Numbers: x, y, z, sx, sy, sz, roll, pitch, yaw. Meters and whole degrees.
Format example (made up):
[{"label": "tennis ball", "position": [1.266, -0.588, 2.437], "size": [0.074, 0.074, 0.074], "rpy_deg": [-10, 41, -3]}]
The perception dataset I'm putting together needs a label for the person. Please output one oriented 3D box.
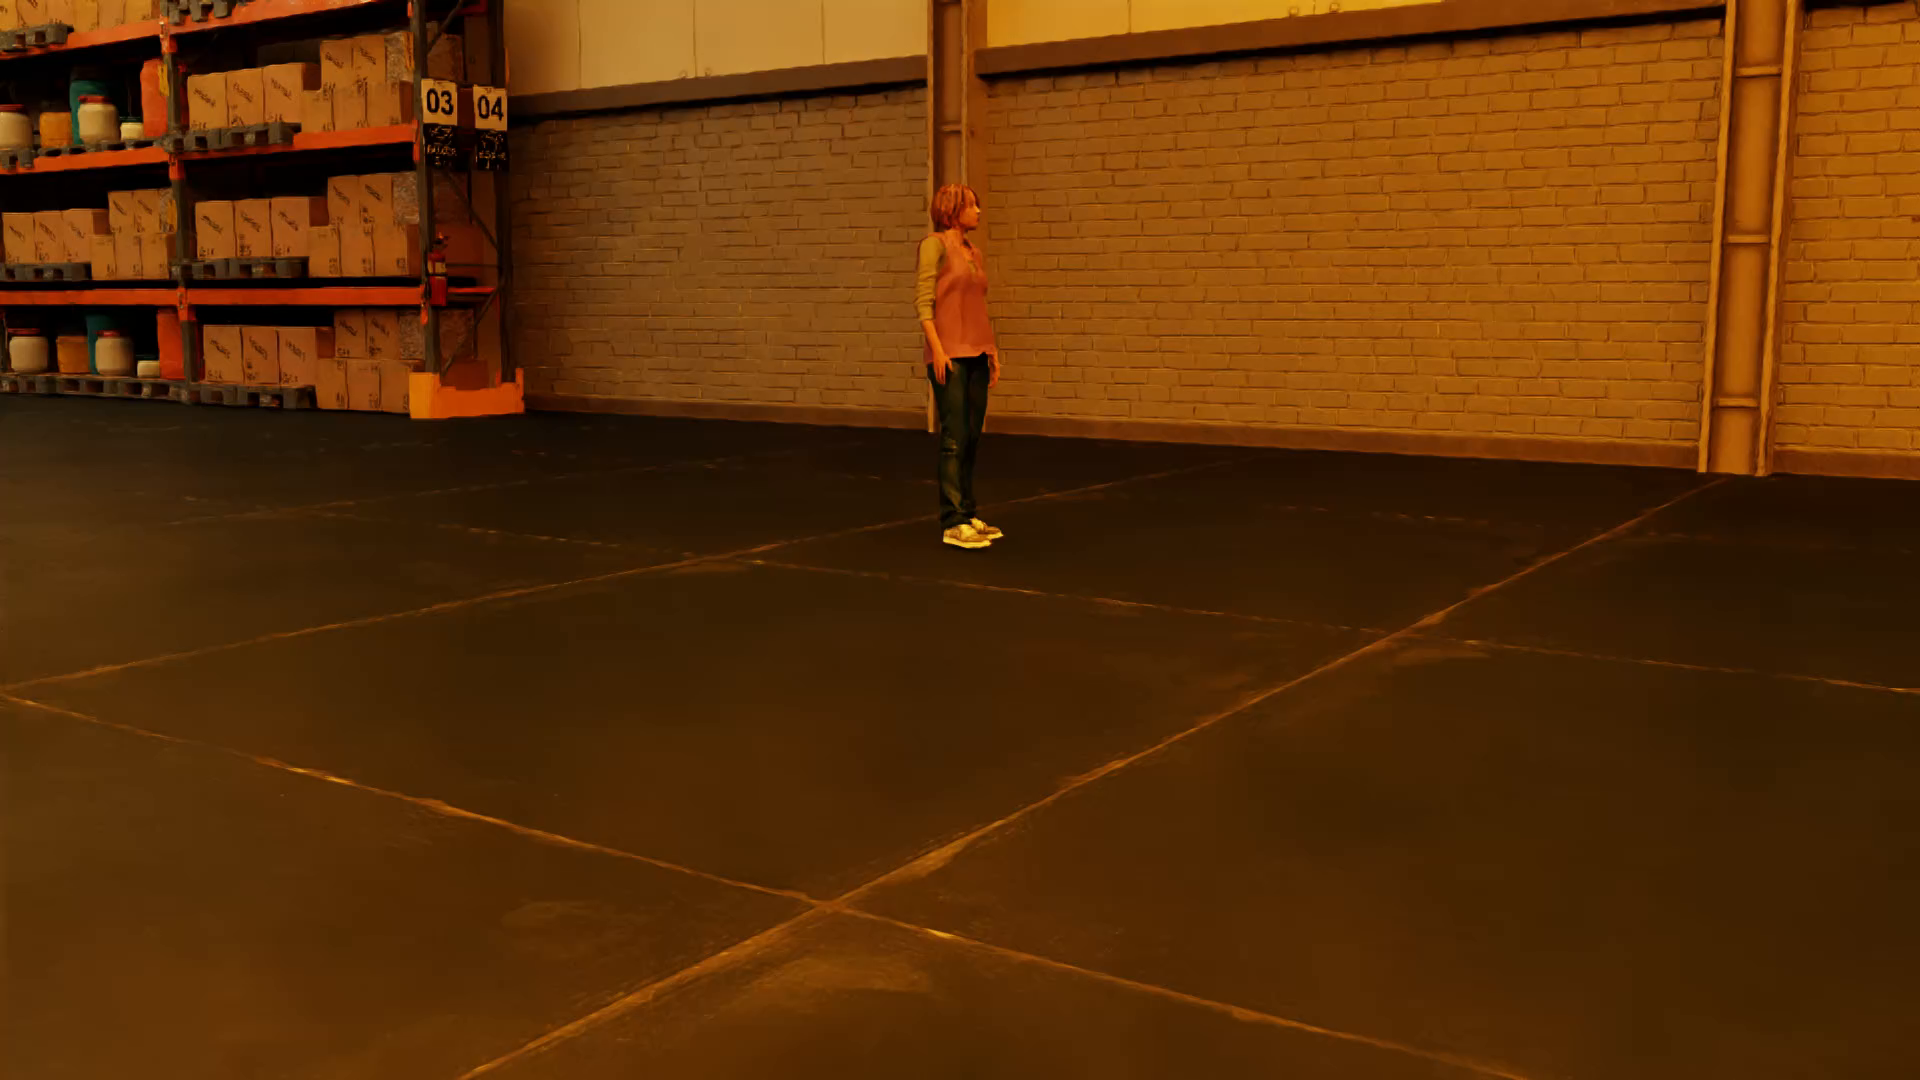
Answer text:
[{"label": "person", "position": [0.054, -0.790, 7.438], "size": [0.474, 1.597, 0.520], "rpy_deg": [5, 10, 34]}]
